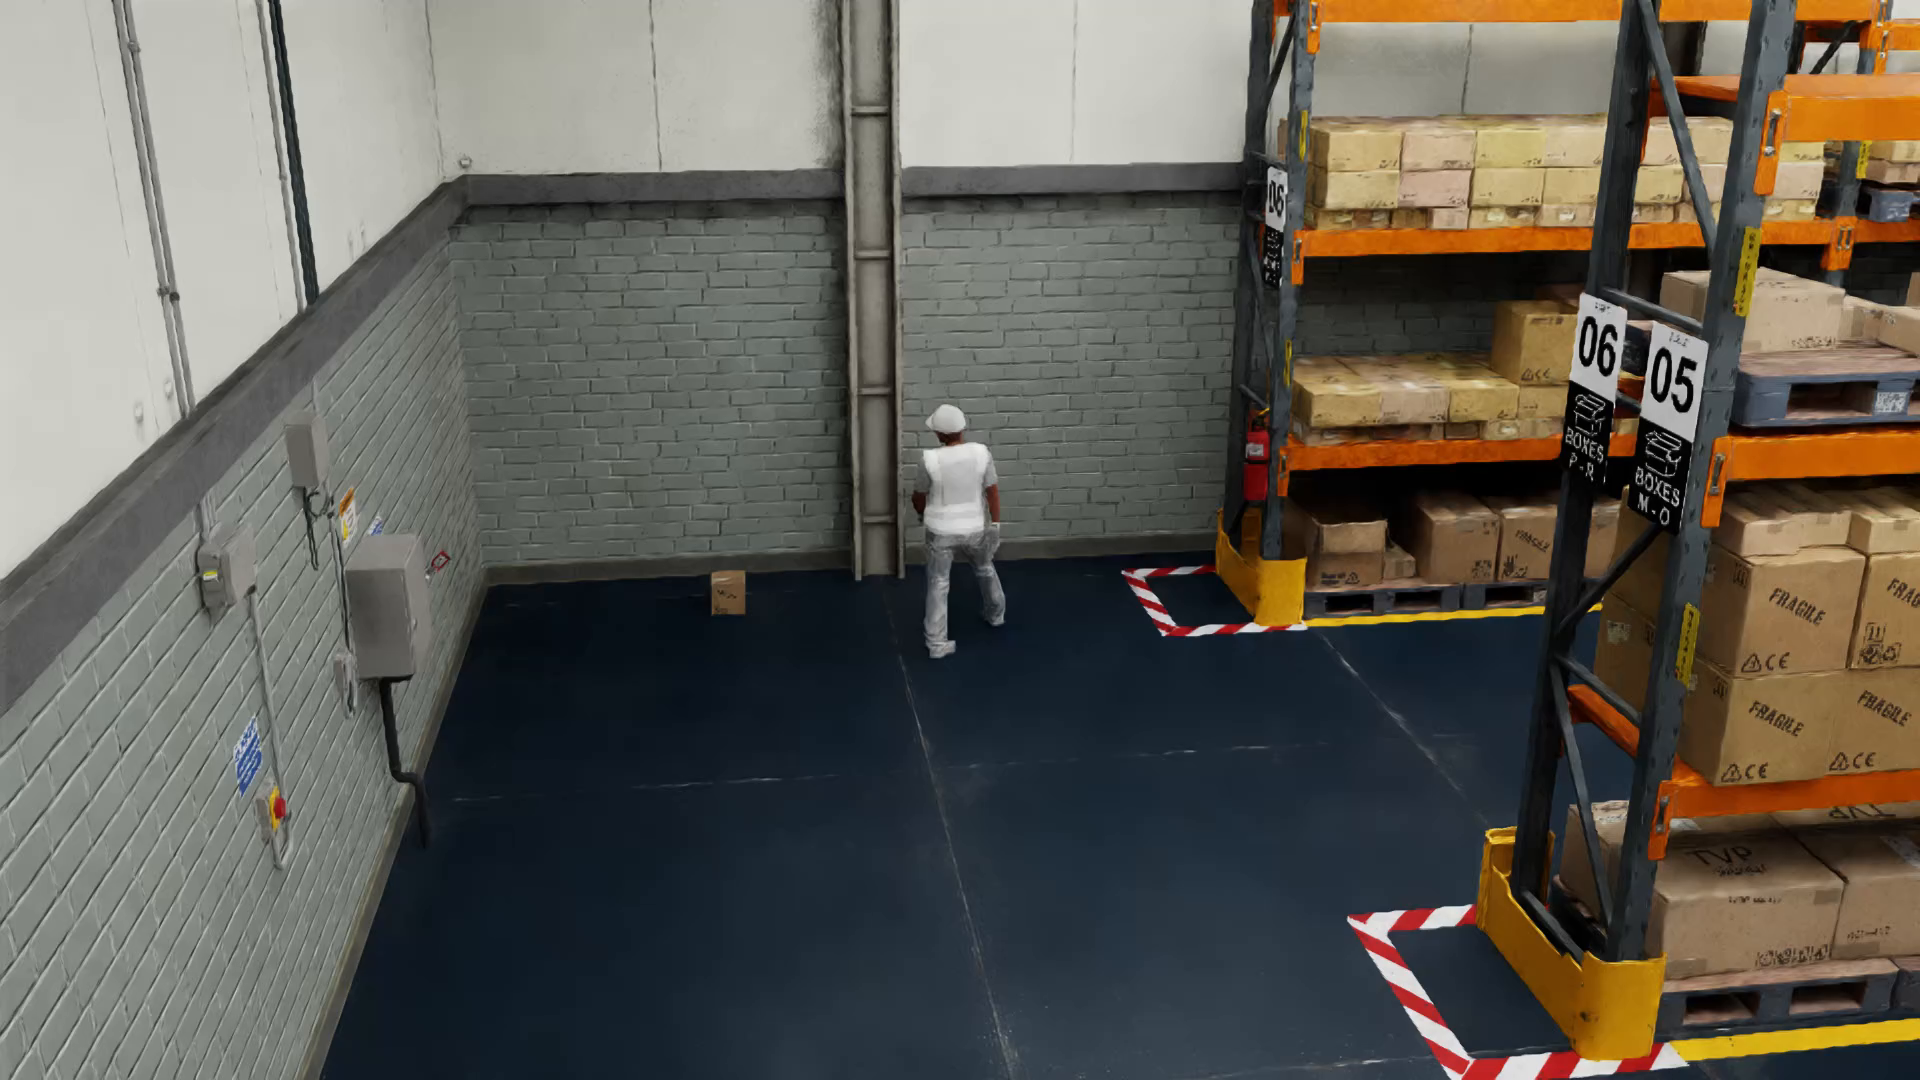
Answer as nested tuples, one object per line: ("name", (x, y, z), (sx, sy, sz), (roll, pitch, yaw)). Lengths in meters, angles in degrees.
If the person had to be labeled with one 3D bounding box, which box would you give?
("person", (0.001, -0.120, 11.444), (0.719, 1.760, 0.699), (-5, 20, -13))
